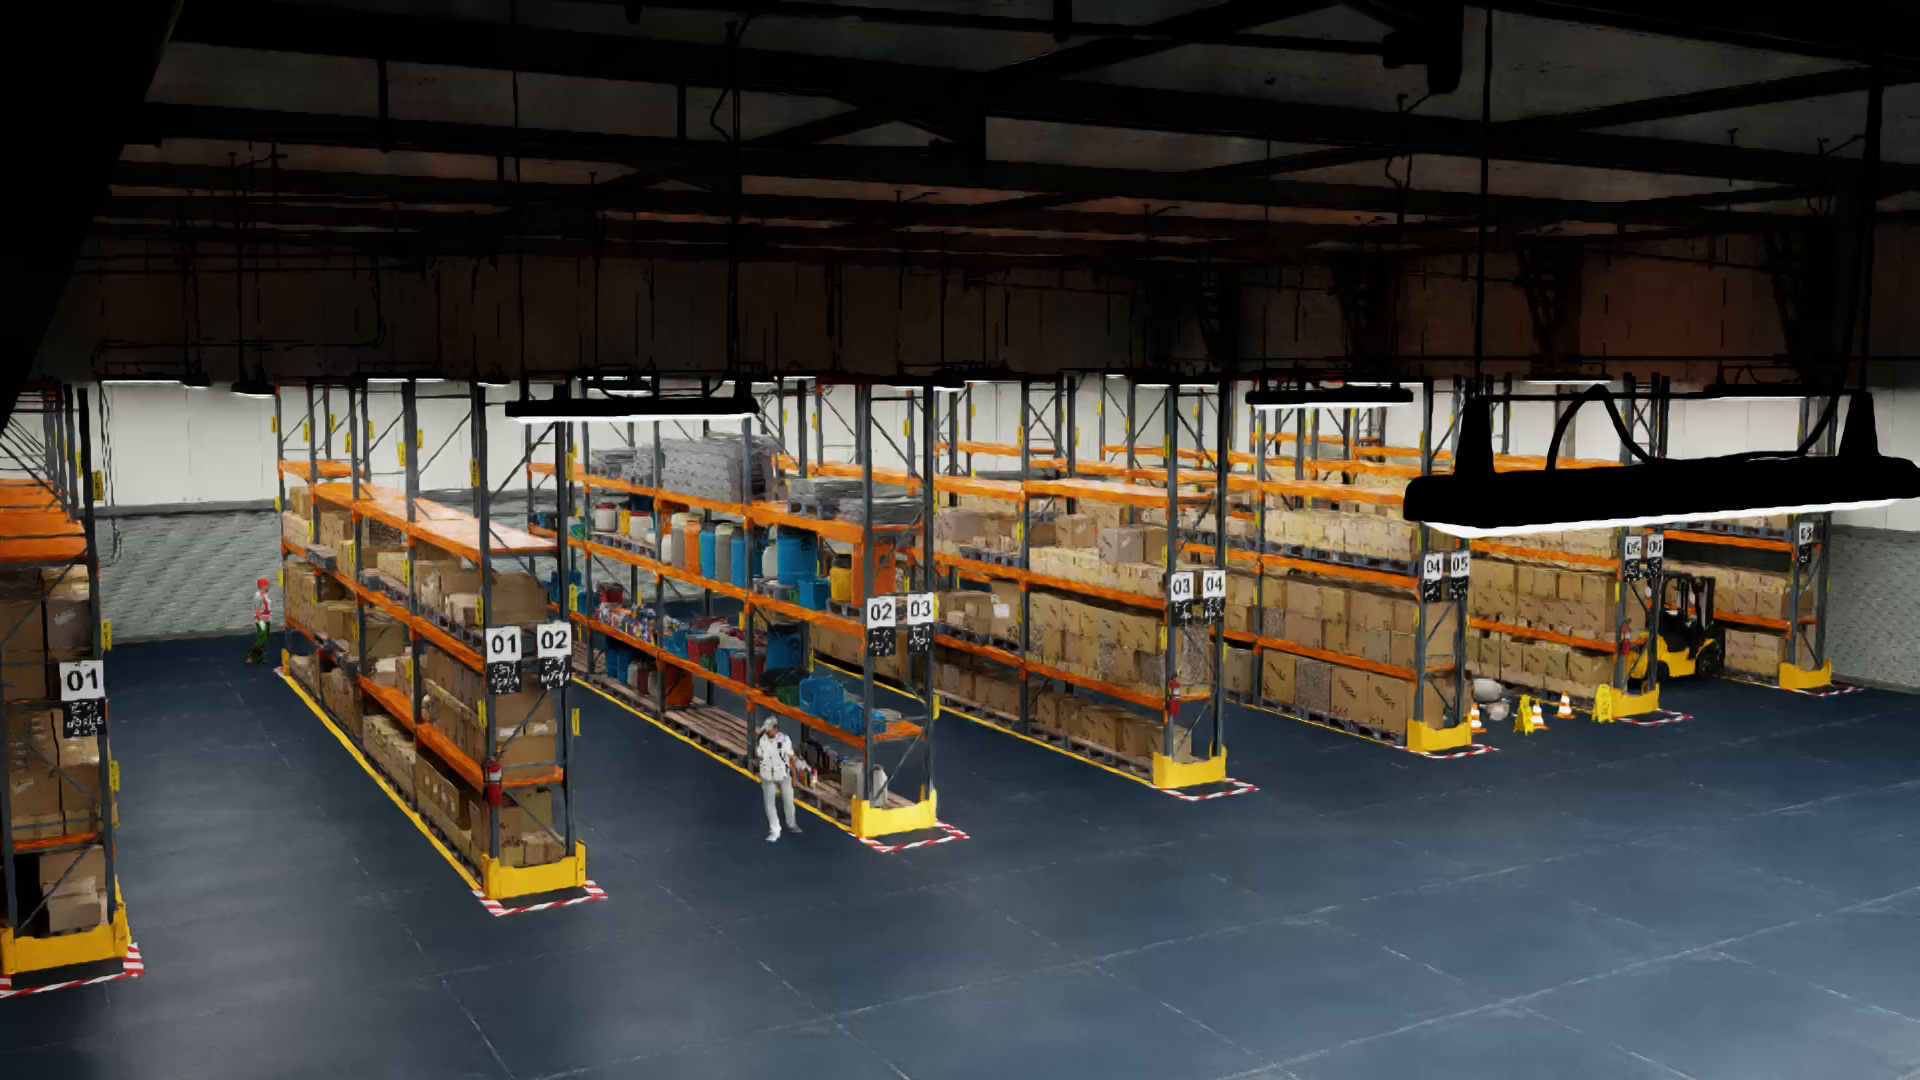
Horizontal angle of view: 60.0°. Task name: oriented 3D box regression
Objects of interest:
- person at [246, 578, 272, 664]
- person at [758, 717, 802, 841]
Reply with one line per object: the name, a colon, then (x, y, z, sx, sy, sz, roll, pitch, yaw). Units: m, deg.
person: (-14.477, 1.681, 34.335, 0.463, 1.778, 0.701, 0, 6, -3)
person: (-2.387, 3.119, 21.954, 0.549, 1.649, 0.592, 1, 6, 8)
